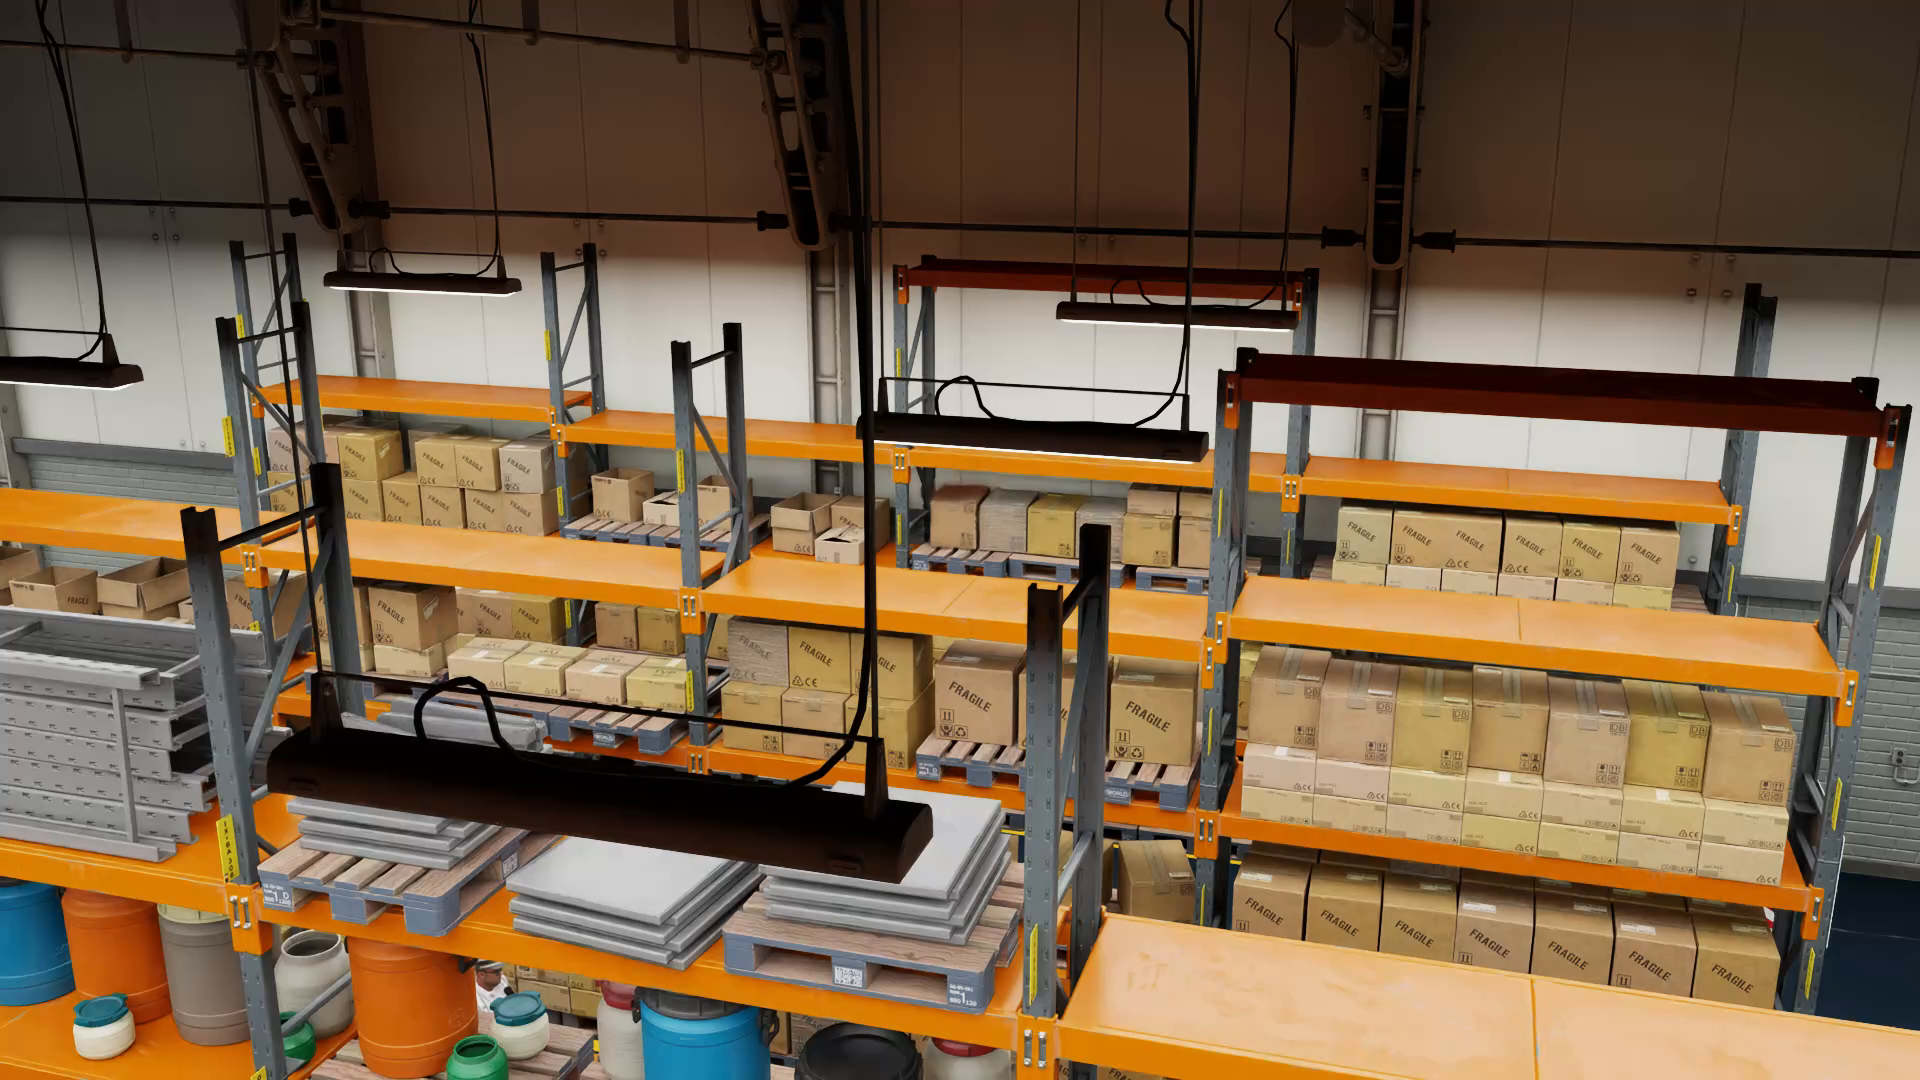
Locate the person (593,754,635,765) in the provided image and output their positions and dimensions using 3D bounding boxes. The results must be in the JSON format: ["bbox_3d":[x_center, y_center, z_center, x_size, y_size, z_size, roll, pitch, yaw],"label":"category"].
[{"bbox_3d":[-3.577,2.430,17.204,0.478,1.712,0.566,8,18,27],"label":"person"}]

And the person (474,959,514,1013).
[{"bbox_3d":[-3.525,3.827,12.329,0.562,1.756,0.585,7,17,22],"label":"person"}]
